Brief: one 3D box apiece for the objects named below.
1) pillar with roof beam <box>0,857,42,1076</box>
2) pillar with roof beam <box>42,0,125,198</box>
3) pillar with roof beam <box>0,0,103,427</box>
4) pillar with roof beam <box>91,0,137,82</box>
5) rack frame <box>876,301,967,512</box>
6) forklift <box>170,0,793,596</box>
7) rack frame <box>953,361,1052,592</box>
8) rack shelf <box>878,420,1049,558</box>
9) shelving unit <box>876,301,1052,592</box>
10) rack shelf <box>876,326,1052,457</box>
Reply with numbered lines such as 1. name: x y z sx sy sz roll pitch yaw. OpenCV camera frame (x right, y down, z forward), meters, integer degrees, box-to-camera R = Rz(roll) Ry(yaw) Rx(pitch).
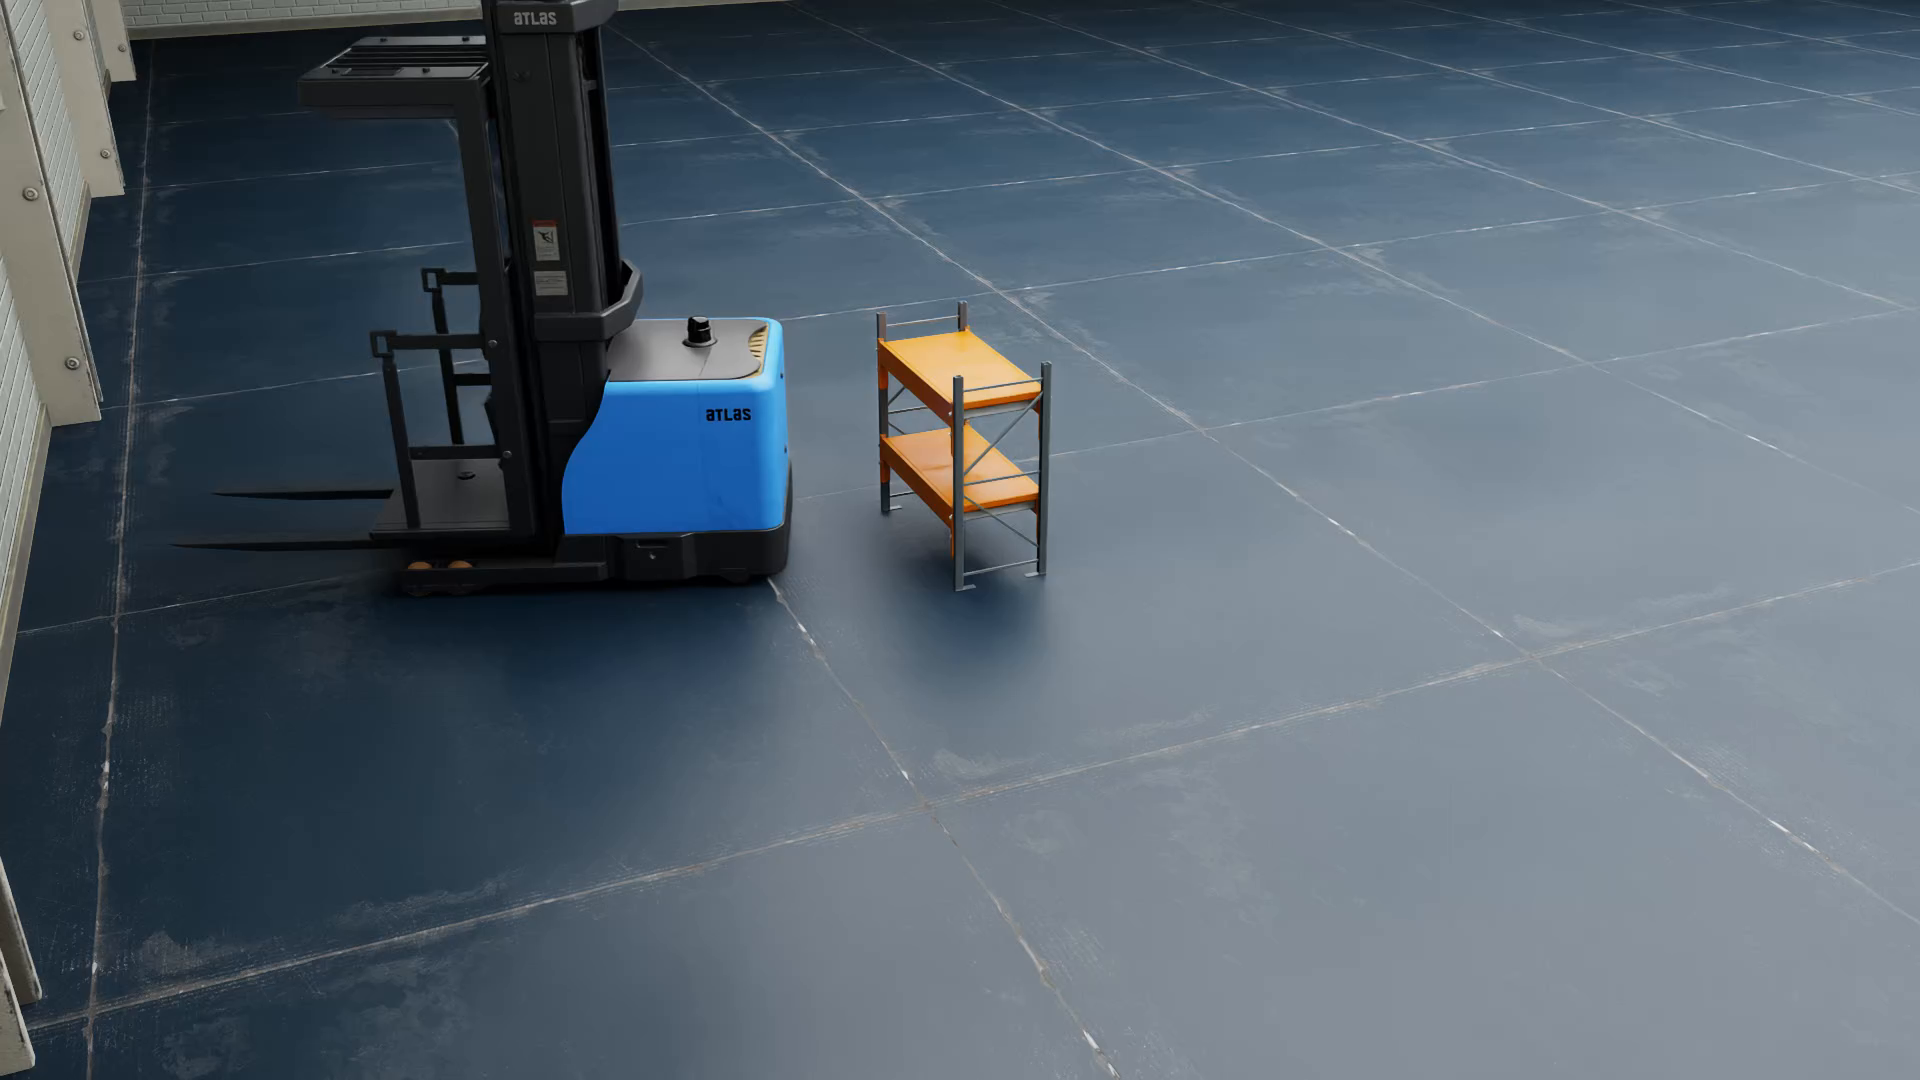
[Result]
1. pillar with roof beam: 0.787 -3.155 4.955 9.100 9.000 0.400 -11 28 -21
2. pillar with roof beam: -3.913 -7.999 14.877 9.100 9.000 0.400 -11 28 -21
3. pillar with roof beam: -1.563 -5.577 9.916 9.100 9.000 0.400 -11 28 -21
4. pillar with roof beam: -6.262 -10.422 19.838 9.100 9.000 0.400 -11 28 -21
5. rack frame: -0.196 -0.708 8.918 0.500 1.125 0.032 -11 28 -21
6. forklift: -2.404 -1.278 8.028 3.031 2.935 1.130 -1 26 -3
7. rack frame: 0.202 -0.298 8.077 0.500 1.125 0.032 -11 28 -21
8. rack shelf: 0.003 -0.283 8.605 0.538 0.278 1.000 -11 28 -21
9. shelving unit: 0.003 -0.503 8.498 0.538 1.125 1.048 -11 28 -21
10. rack shelf: 0.003 -0.766 8.369 0.538 0.278 1.000 -11 28 -21
